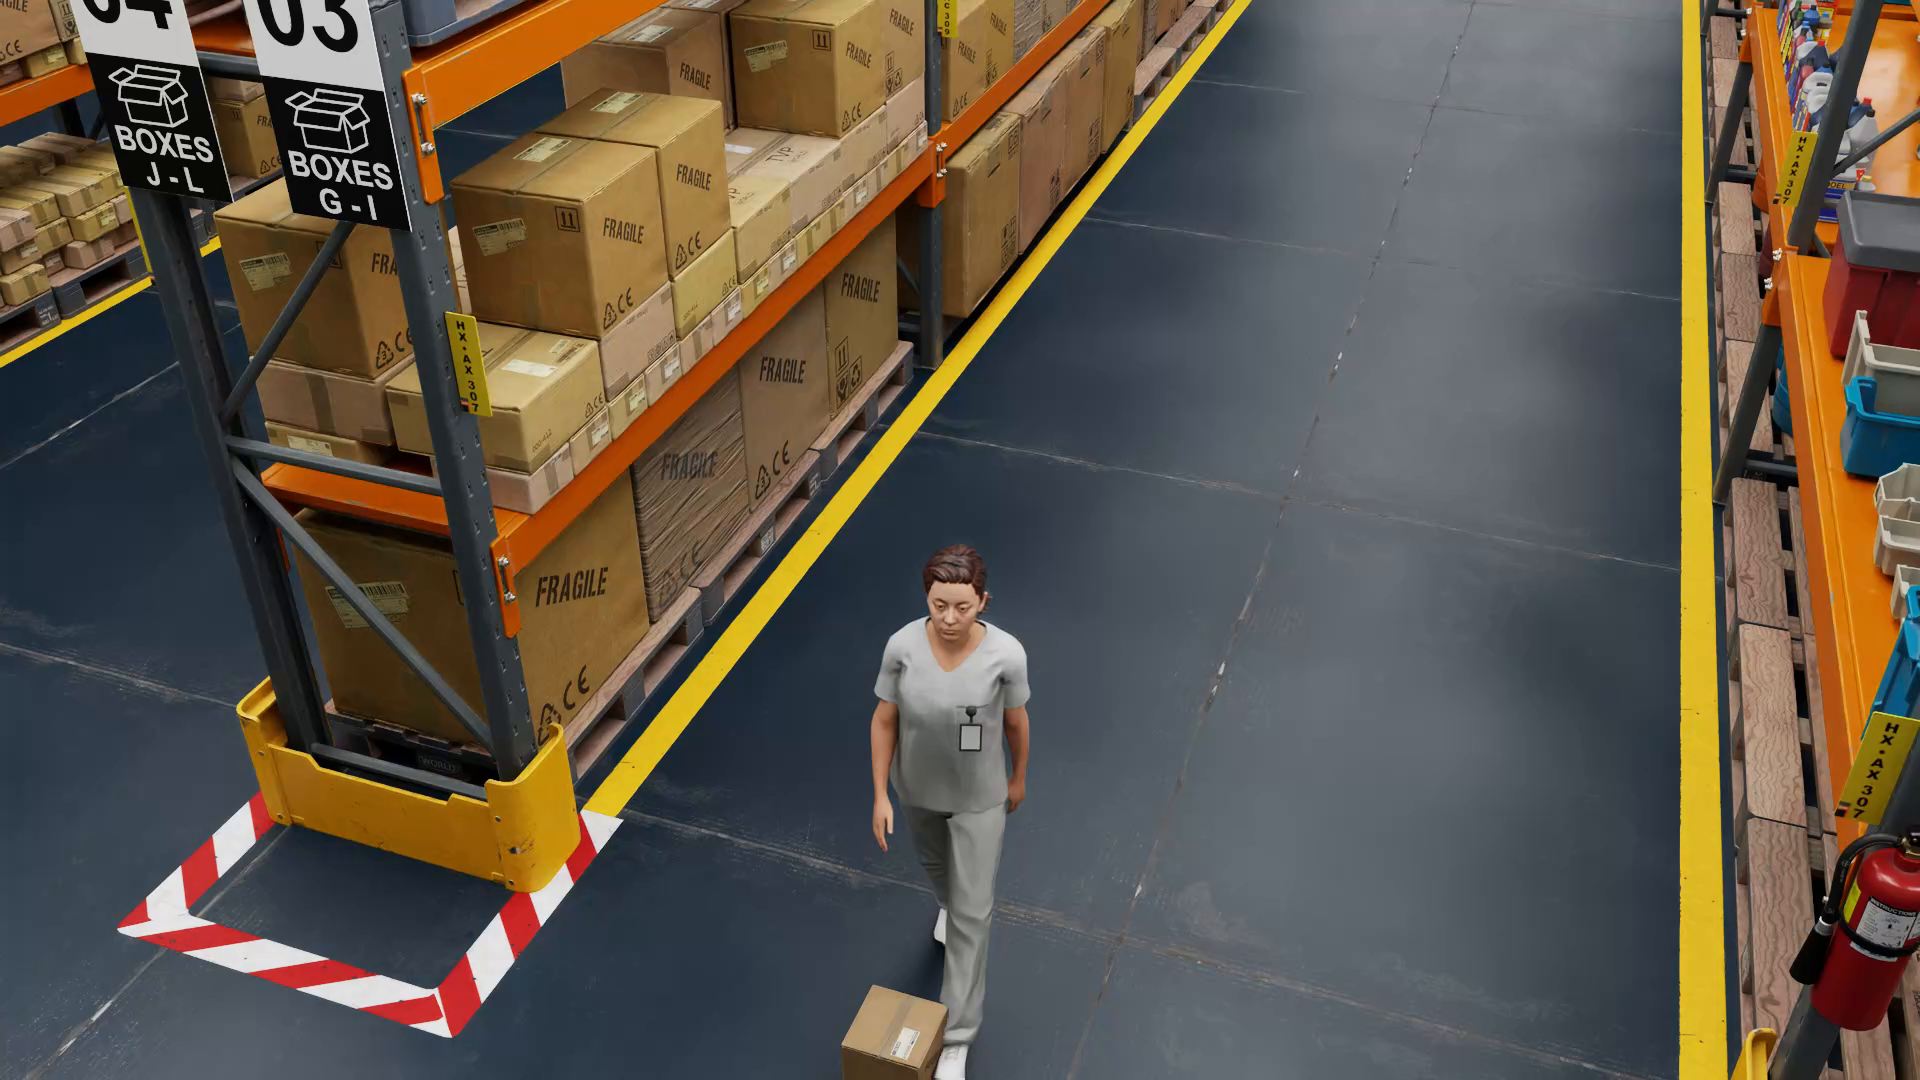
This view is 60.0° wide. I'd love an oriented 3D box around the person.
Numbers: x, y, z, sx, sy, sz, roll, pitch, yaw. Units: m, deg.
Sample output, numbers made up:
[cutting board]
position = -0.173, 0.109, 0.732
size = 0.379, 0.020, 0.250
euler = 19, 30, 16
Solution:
[person]
position = -0.053, 0.778, 4.965
size = 0.452, 1.627, 0.918
euler = 8, 34, 12
